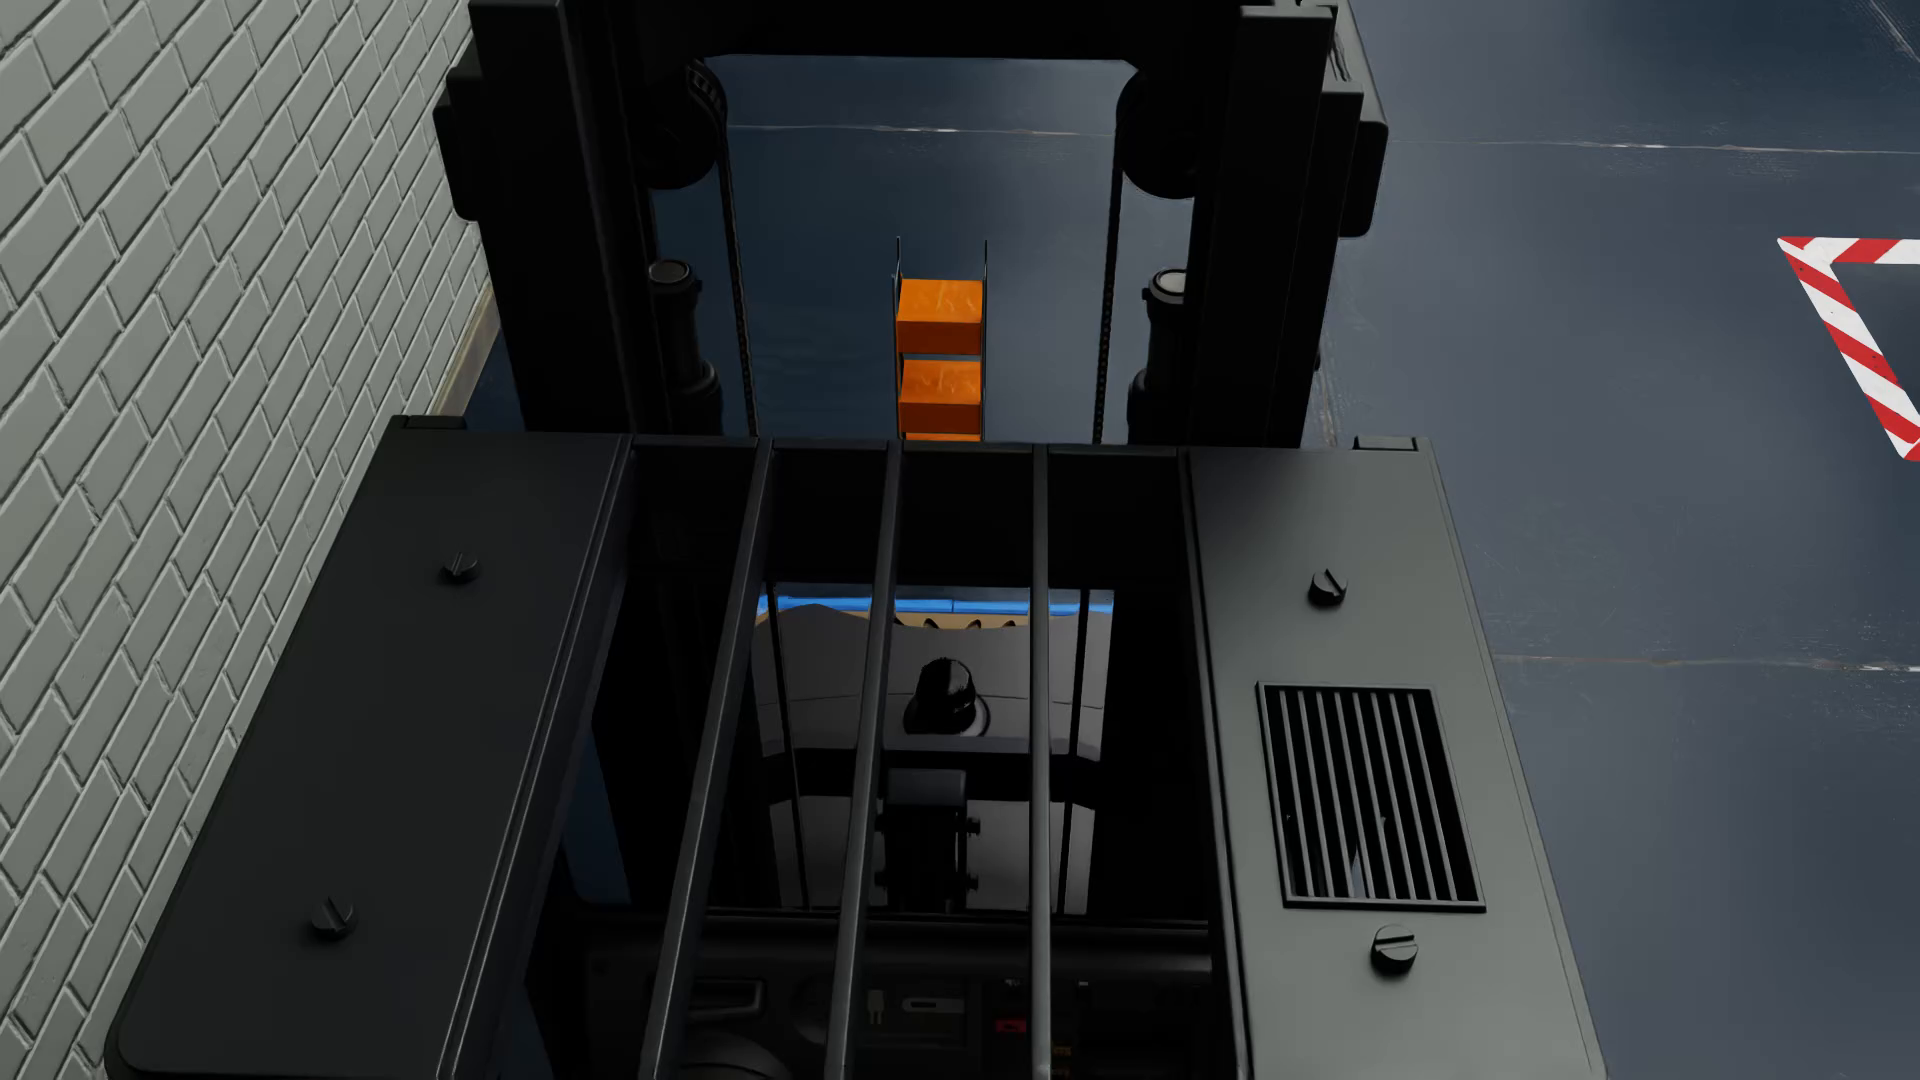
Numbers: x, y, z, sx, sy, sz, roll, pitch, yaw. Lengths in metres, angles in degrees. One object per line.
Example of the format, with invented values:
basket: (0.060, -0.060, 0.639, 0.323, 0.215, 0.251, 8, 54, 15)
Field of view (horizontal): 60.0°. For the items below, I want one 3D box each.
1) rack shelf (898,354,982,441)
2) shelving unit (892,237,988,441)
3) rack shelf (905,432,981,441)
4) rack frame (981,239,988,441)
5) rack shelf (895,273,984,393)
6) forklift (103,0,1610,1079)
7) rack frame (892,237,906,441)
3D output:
rack shelf: (-0.053, -0.378, 4.901, 0.240, 0.259, 0.215, 2, 43, 2)
shelving unit: (-0.053, -0.386, 4.894, 0.252, 1.050, 0.215, 2, 43, 2)
rack shelf: (-0.053, -0.175, 5.091, 0.240, 0.259, 0.215, 2, 43, 2)
rack frame: (0.068, -0.382, 4.890, 0.008, 1.050, 0.200, 2, 43, 2)
rack shelf: (-0.053, -0.586, 4.708, 0.240, 0.259, 0.215, 2, 43, 2)
forklift: (-0.065, 0.841, 2.197, 1.130, 2.935, 3.031, 1, 43, 1)
rack frame: (-0.175, -0.390, 4.898, 0.008, 1.050, 0.200, 2, 43, 2)
